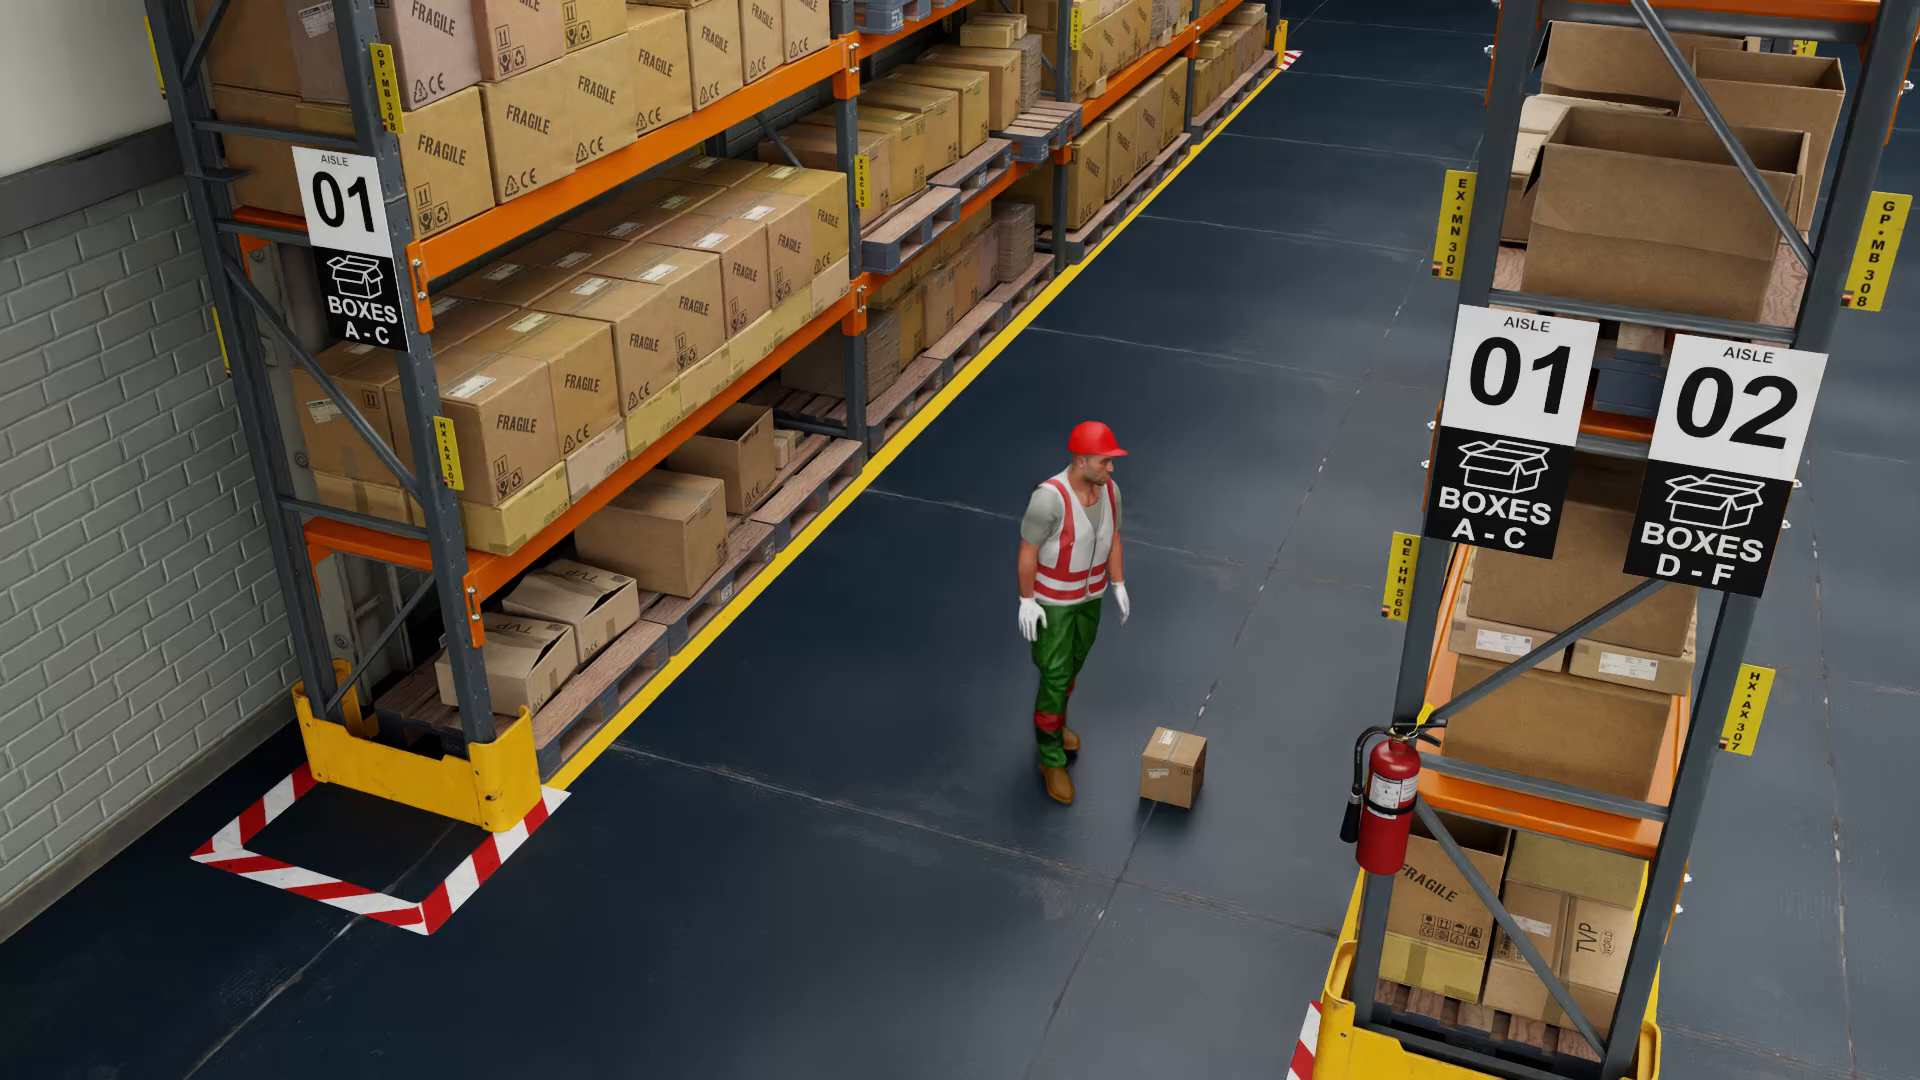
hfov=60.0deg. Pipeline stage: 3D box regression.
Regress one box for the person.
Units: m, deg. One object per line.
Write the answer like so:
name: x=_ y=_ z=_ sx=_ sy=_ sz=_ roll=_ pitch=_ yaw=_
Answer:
person: x=0.551 y=0.294 z=7.826 sx=0.601 sy=1.783 sz=0.571 roll=-21 pitch=36 yaw=-33
